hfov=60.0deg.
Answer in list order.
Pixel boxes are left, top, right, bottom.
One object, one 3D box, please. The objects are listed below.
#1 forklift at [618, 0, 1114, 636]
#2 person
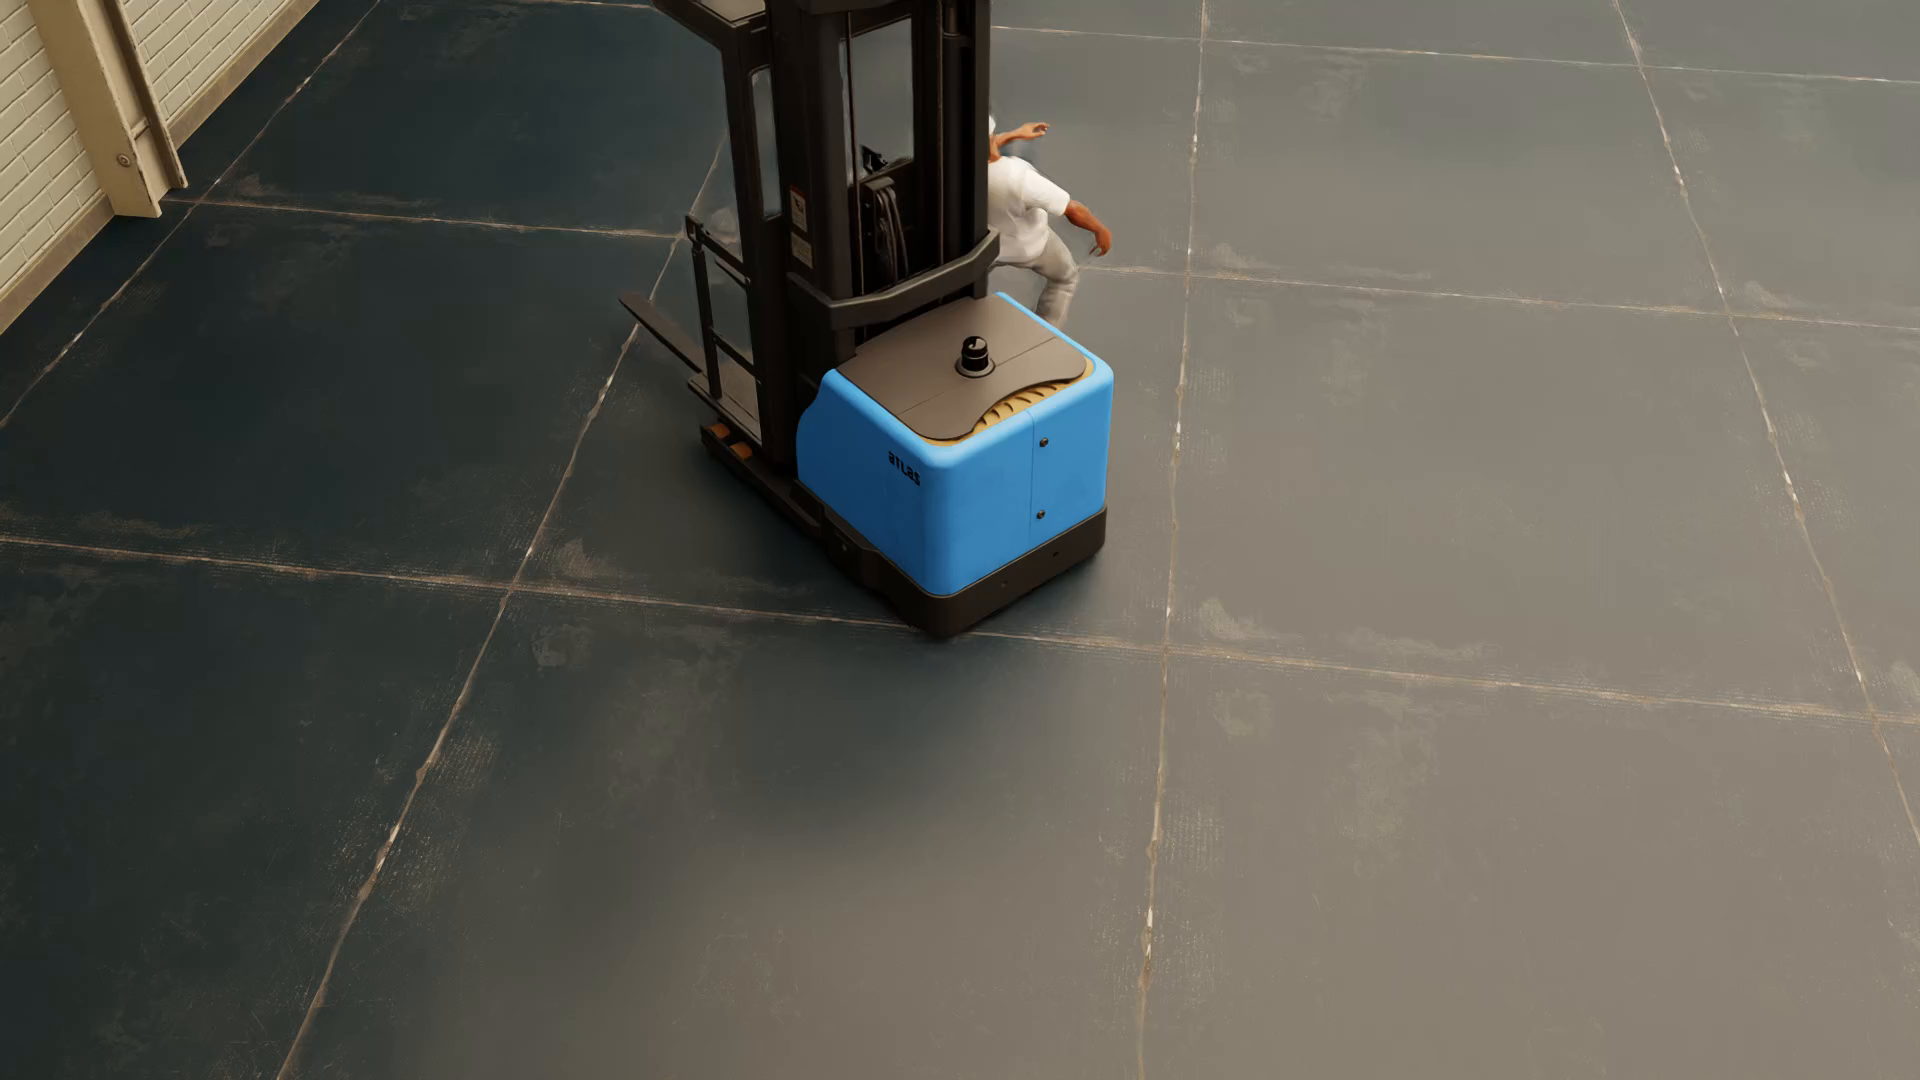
[{"bbox_3d":[-0.641,-1.590,7.456,1.130,2.935,3.031,-29,50,-28],"label":"forklift"},{"bbox_3d":[0.328,-1.518,8.353,0.867,1.594,0.860,5,43,6],"label":"person"}]
